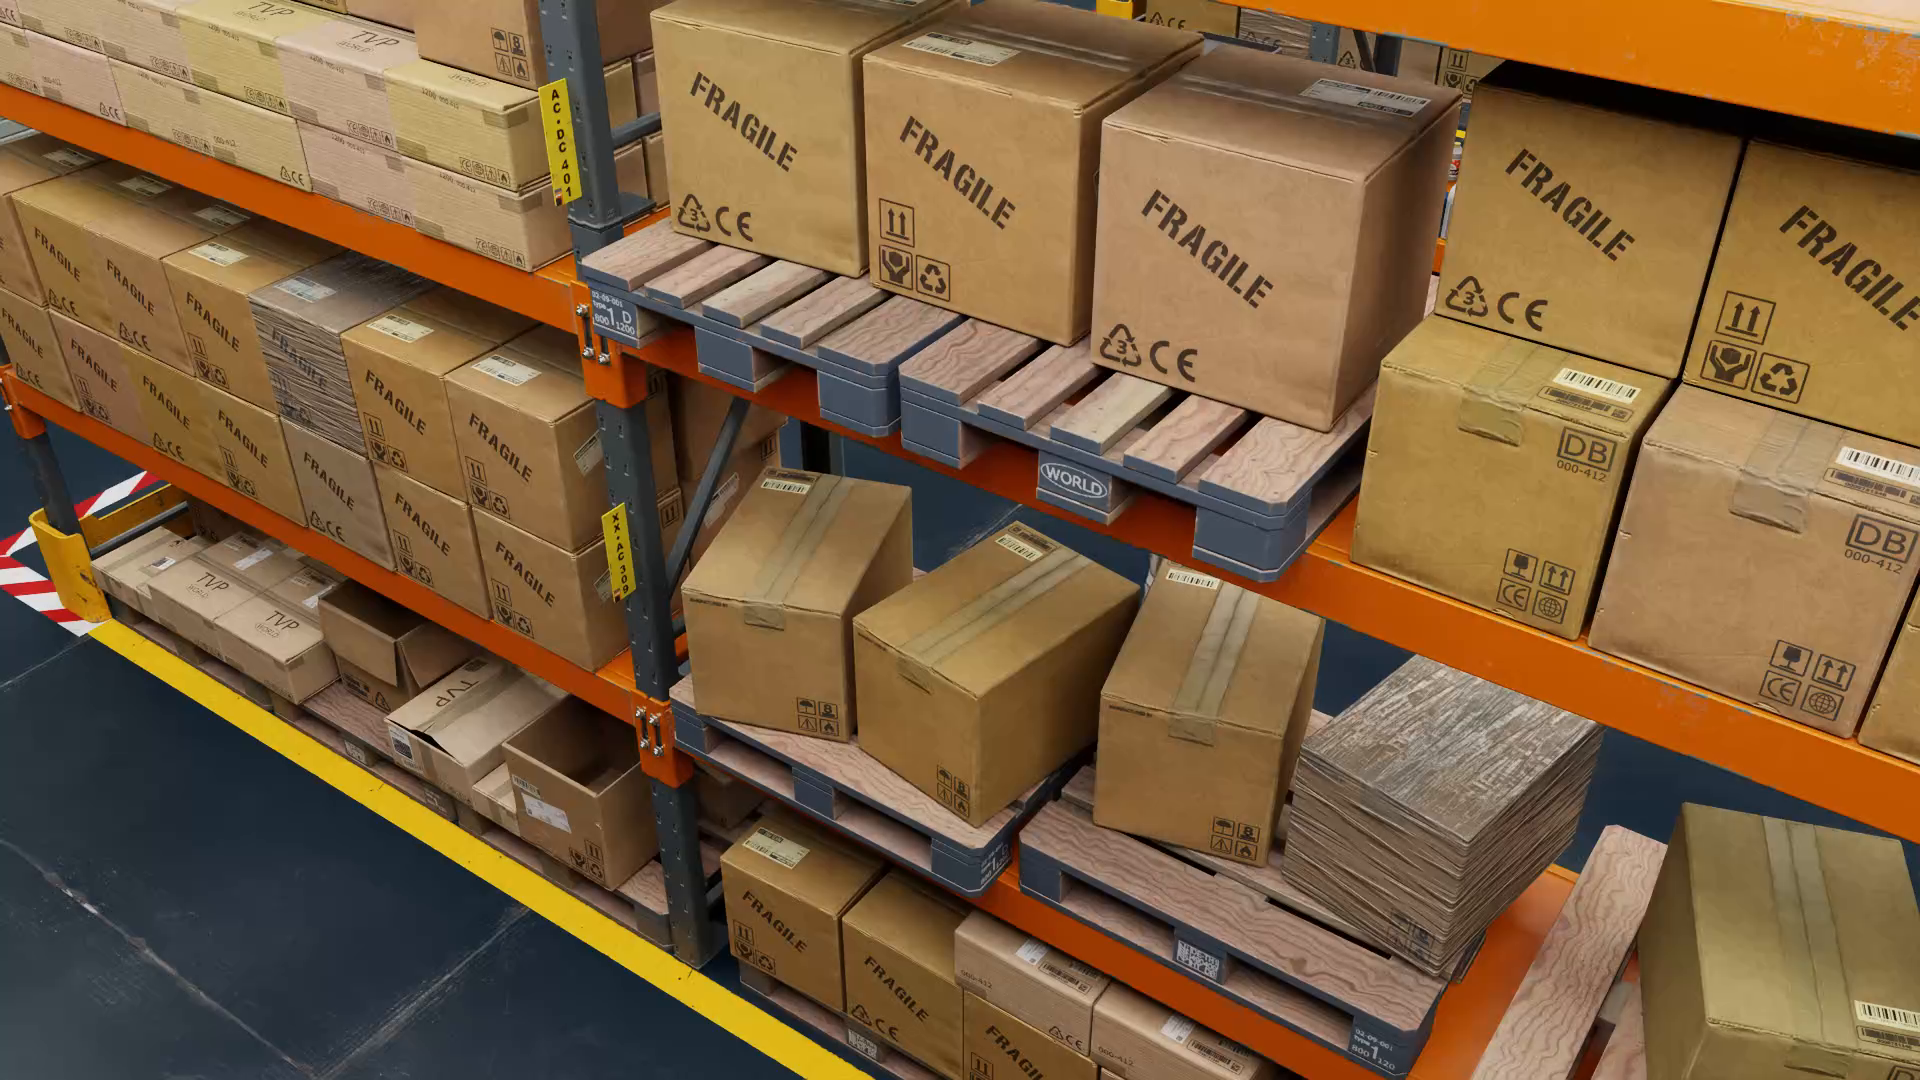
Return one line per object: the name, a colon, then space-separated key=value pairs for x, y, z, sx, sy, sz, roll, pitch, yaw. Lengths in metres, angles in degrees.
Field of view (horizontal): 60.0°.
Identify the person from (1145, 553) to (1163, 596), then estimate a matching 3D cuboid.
person: x=0.947 y=0.299 z=6.711 sx=0.391 sy=1.663 sz=0.530 roll=20 pitch=39 yaw=26
